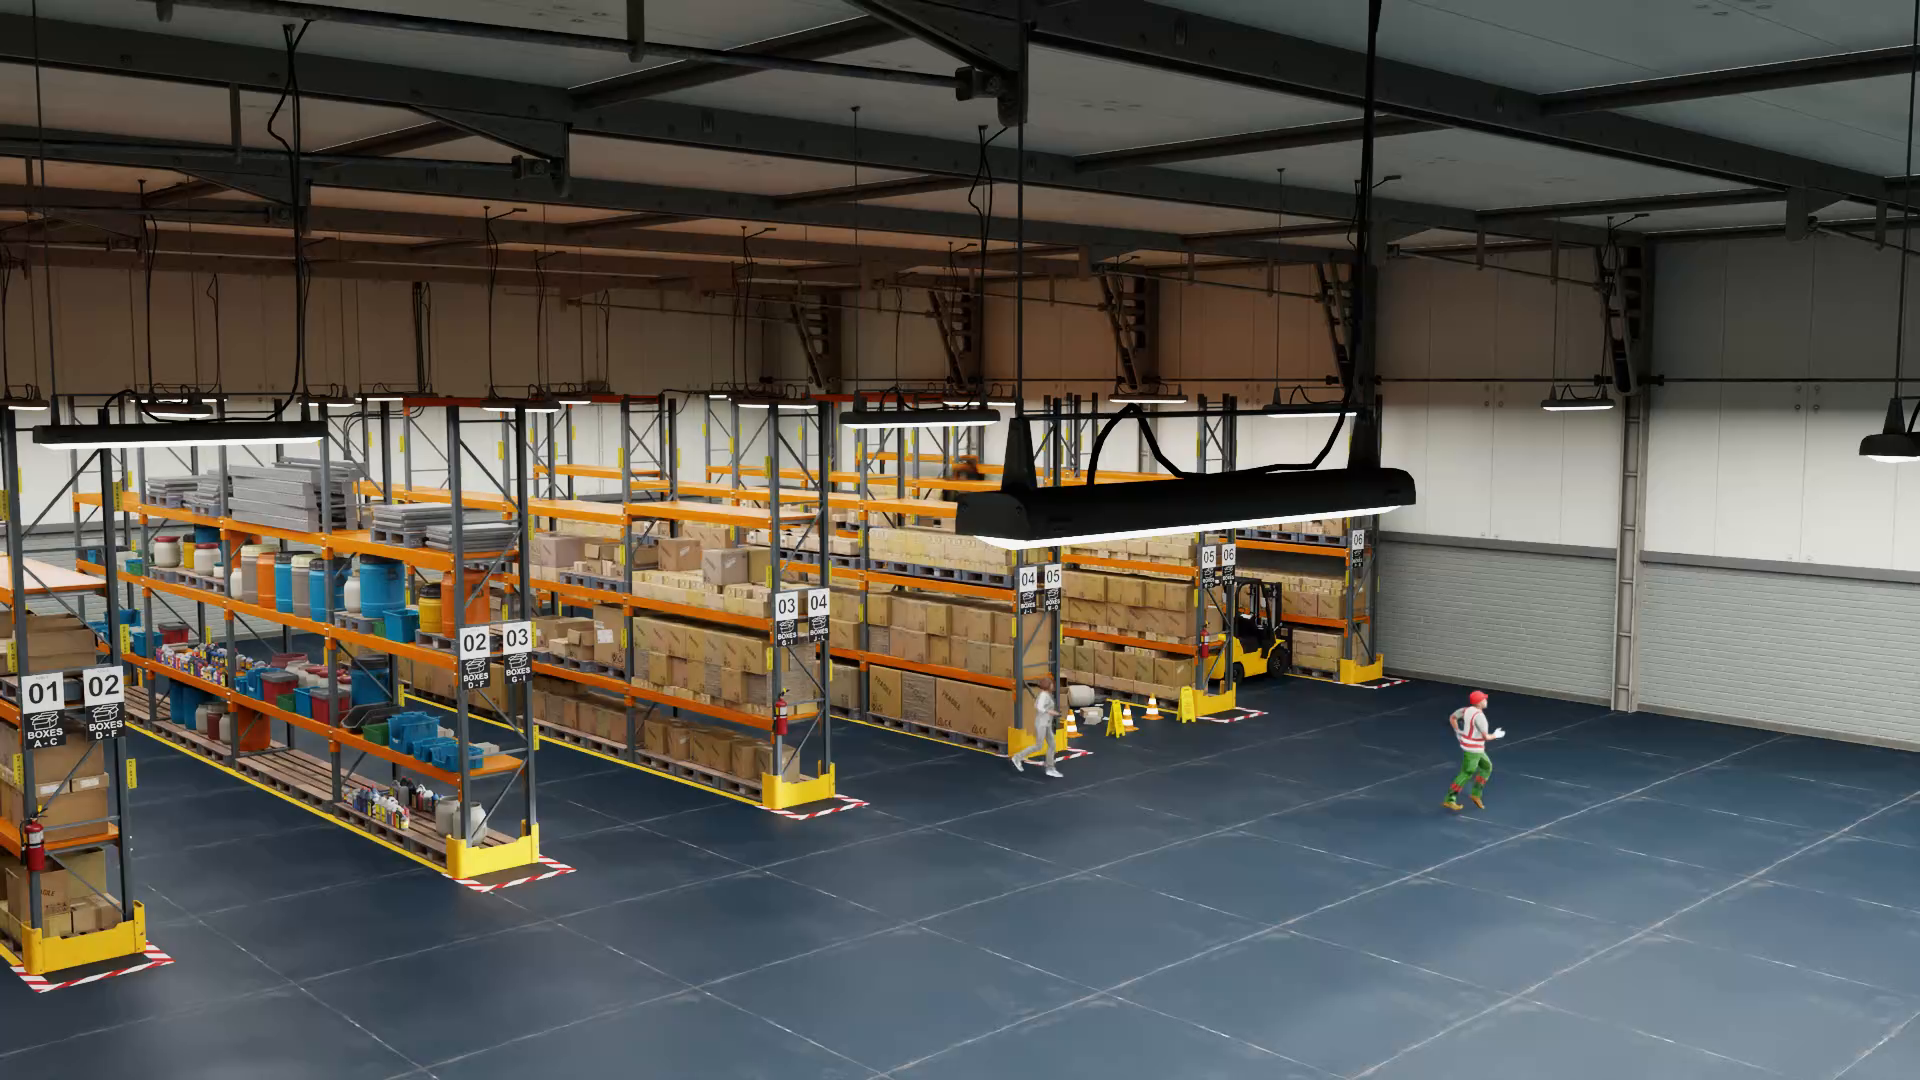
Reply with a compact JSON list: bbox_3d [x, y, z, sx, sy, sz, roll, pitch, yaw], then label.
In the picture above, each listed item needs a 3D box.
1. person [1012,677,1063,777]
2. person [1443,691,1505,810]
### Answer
[{"bbox_3d":[1.286,2.992,26.708,0.833,1.531,0.579,1,6,13],"label":"person"},{"bbox_3d":[7.497,3.086,24.348,0.898,1.794,0.673,0,6,-1],"label":"person"}]
